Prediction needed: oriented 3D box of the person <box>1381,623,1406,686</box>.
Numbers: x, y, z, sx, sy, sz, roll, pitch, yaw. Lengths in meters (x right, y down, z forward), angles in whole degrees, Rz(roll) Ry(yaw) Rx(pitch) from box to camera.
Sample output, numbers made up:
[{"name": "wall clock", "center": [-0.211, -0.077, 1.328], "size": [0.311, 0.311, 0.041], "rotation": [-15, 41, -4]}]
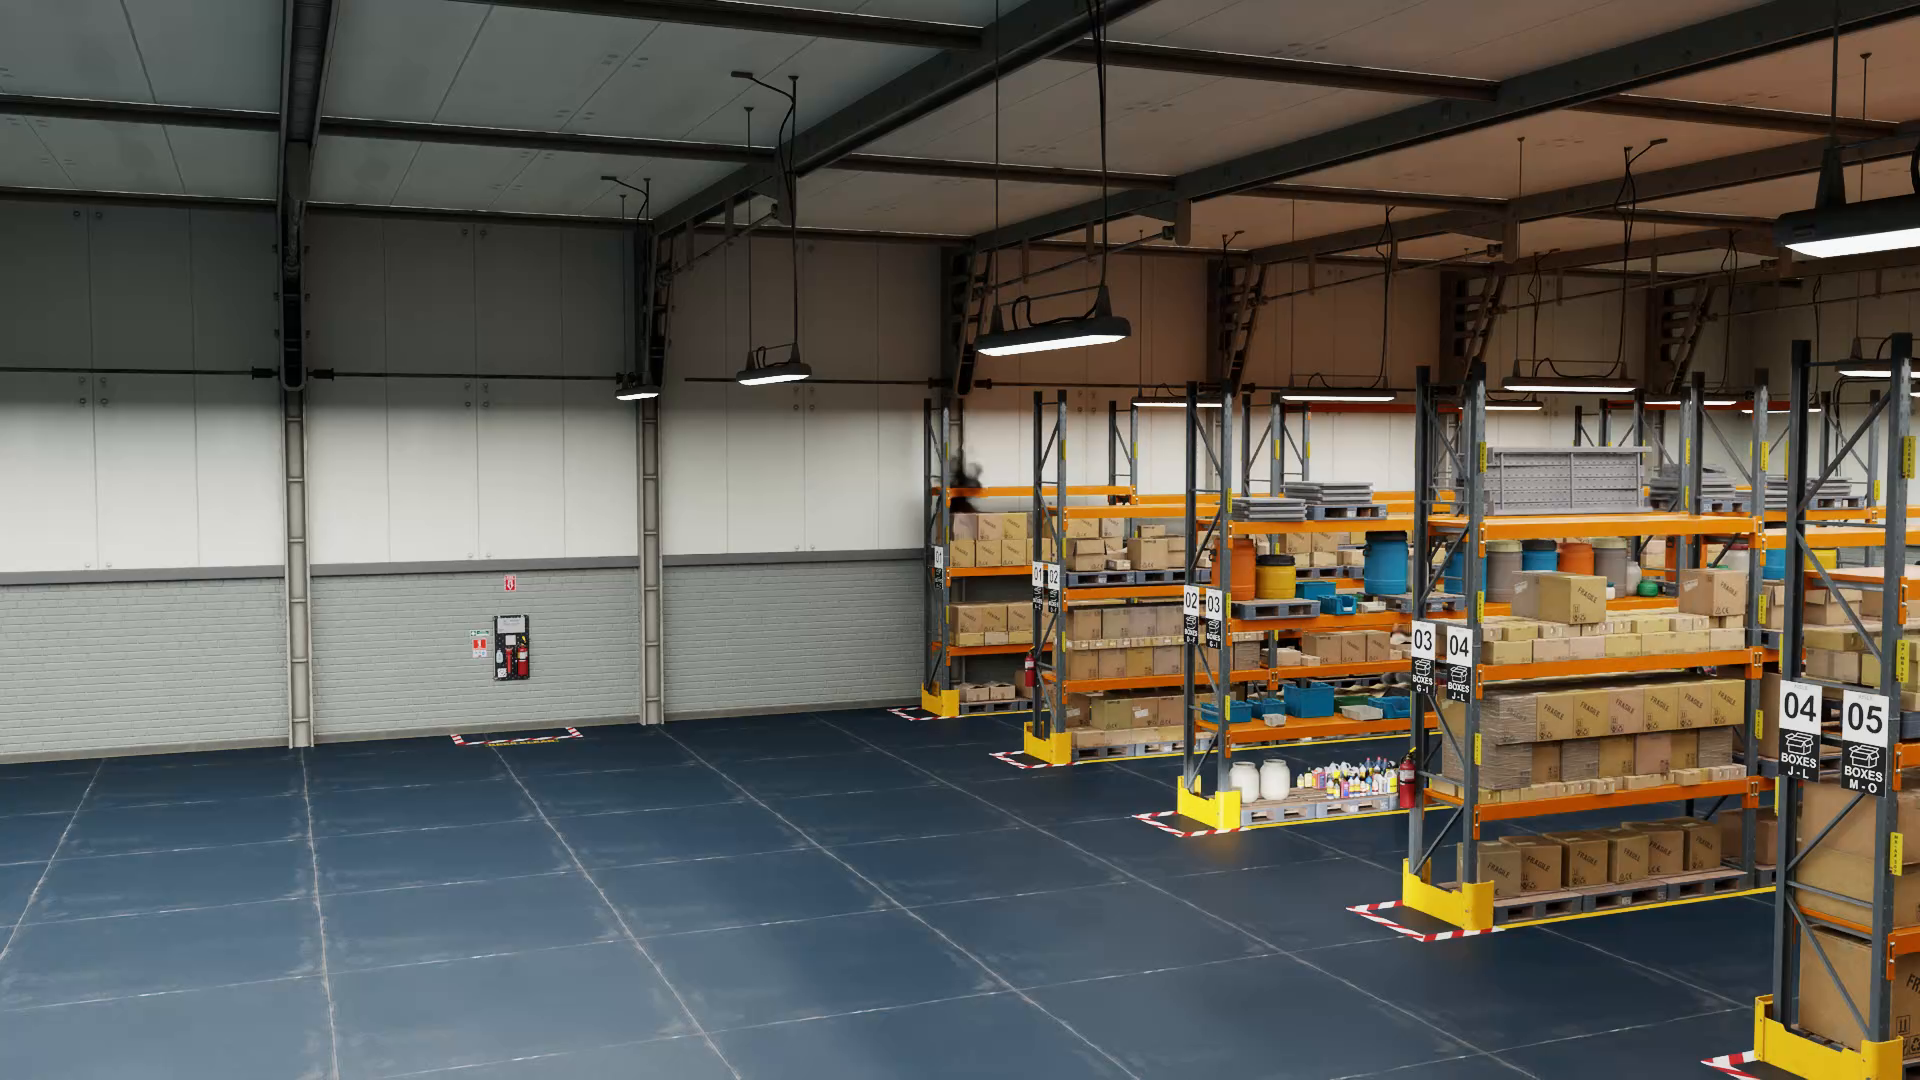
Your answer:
[{"name": "person", "center": [8.527, 2.424, 32.463], "size": [0.709, 1.726, 0.548], "rotation": [-2, 4, -28]}]

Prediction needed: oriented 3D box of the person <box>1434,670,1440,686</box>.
[{"name": "person", "center": [9.494, 2.311, 33.493], "size": [0.690, 1.780, 0.656], "rotation": [-2, 4, -34]}]
